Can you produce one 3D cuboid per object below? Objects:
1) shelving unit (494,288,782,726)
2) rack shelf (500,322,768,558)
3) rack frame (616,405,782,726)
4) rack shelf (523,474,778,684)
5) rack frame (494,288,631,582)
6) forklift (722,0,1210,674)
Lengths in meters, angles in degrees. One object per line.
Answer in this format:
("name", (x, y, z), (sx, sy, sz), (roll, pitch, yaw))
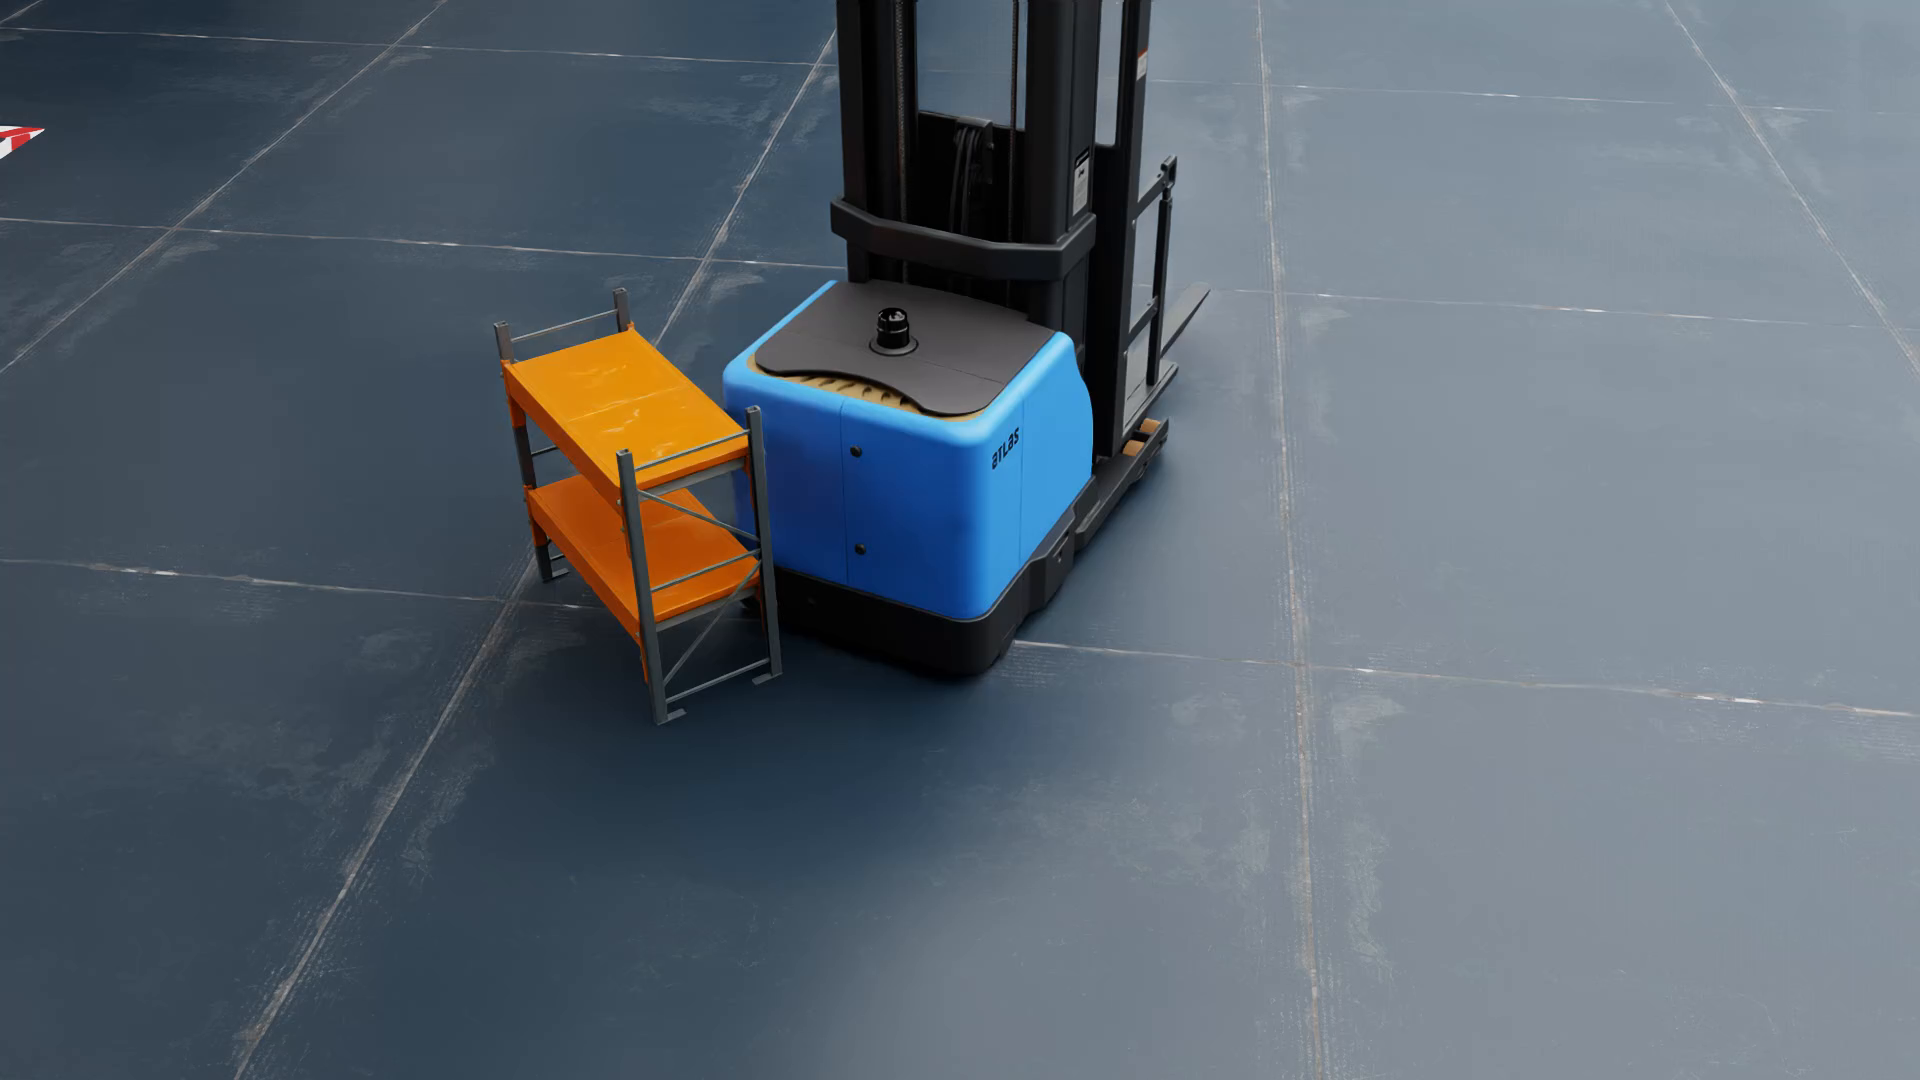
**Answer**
("shelving unit", (-1.150, -0.138, 5.975), (0.538, 1.125, 1.048), (-22, 41, -27))
("rack shelf", (-1.150, -0.376, 5.805), (0.538, 0.278, 1.000), (-22, 41, -27))
("rack frame", (-0.863, 0.106, 5.633), (0.500, 1.125, 0.032), (-22, 41, -27))
("rack shelf", (-1.150, 0.061, 6.117), (0.538, 0.278, 1.000), (-22, 41, -27))
("rack frame", (-1.436, -0.382, 6.316), (0.500, 1.125, 0.032), (-22, 41, -27))
("forklift", (0.256, -1.556, 6.407), (1.130, 2.935, 3.031), (16, 38, 21))
